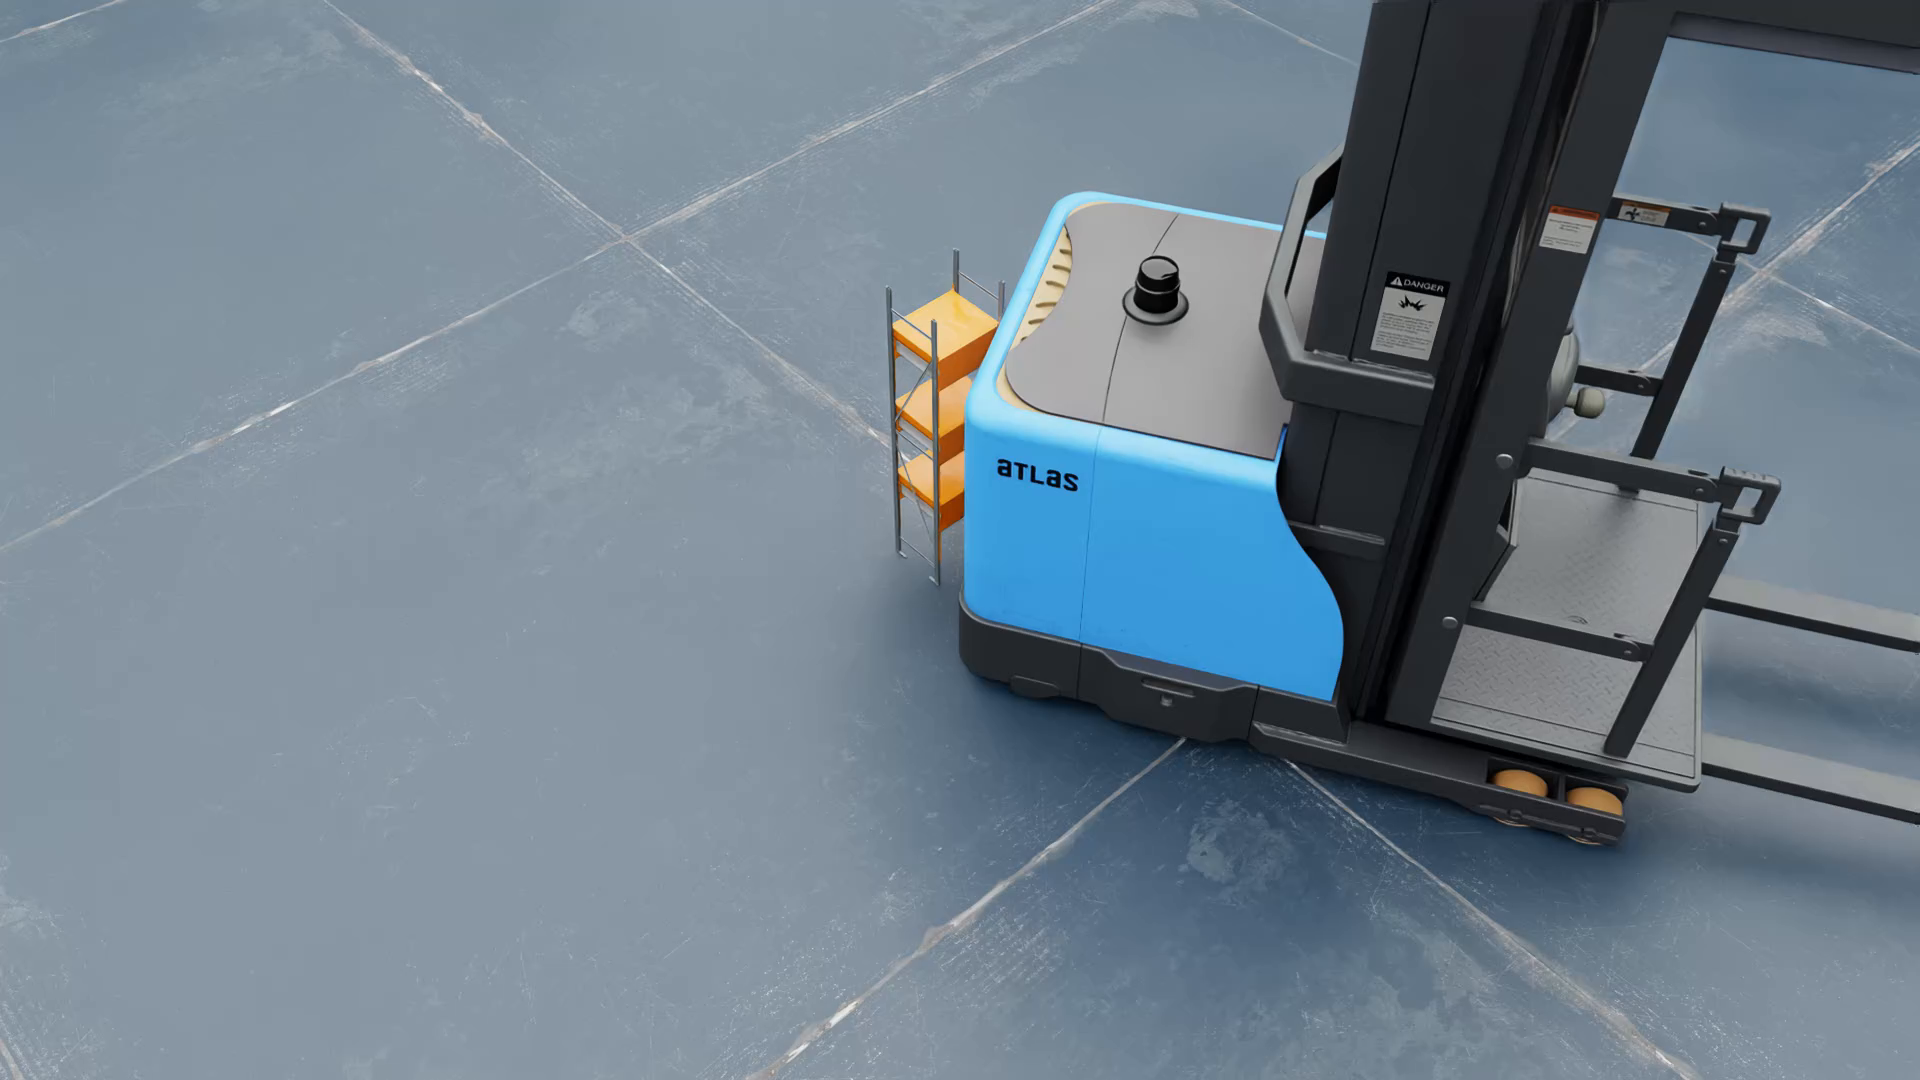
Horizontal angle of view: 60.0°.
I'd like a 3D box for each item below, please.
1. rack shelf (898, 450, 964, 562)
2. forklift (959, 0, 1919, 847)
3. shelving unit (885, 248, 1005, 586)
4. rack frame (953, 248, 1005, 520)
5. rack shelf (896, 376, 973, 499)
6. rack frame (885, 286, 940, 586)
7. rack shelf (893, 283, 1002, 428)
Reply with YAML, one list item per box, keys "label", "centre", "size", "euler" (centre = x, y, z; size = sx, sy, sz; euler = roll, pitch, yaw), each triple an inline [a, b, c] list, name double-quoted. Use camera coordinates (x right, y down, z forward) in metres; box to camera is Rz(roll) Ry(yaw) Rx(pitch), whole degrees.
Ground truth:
- label: "rack shelf"
  centre: [-0.041, -0.134, 5.052]
  size: [0.240, 0.259, 0.215]
  euler: [-34, 56, -27]
- label: "forklift"
  centre: [1.572, -0.613, 3.821]
  size: [3.031, 2.935, 1.130]
  euler: [13, 49, 12]
- label: "shelving unit"
  centre: [-0.040, -0.330, 4.840]
  size: [0.252, 1.050, 0.215]
  euler: [-34, 56, -27]
- label: "rack frame"
  centre: [0.050, -0.390, 4.896]
  size: [0.008, 1.050, 0.200]
  euler: [-34, 56, -27]
- label: "rack shelf"
  centre: [-0.040, -0.323, 4.848]
  size: [0.240, 0.259, 0.215]
  euler: [-34, 56, -27]
- label: "rack frame"
  centre: [-0.130, -0.269, 4.784]
  size: [0.008, 1.050, 0.200]
  euler: [-34, 56, -27]
- label: "rack shelf"
  centre: [-0.040, -0.515, 4.639]
  size: [0.240, 0.259, 0.215]
  euler: [-34, 56, -27]
